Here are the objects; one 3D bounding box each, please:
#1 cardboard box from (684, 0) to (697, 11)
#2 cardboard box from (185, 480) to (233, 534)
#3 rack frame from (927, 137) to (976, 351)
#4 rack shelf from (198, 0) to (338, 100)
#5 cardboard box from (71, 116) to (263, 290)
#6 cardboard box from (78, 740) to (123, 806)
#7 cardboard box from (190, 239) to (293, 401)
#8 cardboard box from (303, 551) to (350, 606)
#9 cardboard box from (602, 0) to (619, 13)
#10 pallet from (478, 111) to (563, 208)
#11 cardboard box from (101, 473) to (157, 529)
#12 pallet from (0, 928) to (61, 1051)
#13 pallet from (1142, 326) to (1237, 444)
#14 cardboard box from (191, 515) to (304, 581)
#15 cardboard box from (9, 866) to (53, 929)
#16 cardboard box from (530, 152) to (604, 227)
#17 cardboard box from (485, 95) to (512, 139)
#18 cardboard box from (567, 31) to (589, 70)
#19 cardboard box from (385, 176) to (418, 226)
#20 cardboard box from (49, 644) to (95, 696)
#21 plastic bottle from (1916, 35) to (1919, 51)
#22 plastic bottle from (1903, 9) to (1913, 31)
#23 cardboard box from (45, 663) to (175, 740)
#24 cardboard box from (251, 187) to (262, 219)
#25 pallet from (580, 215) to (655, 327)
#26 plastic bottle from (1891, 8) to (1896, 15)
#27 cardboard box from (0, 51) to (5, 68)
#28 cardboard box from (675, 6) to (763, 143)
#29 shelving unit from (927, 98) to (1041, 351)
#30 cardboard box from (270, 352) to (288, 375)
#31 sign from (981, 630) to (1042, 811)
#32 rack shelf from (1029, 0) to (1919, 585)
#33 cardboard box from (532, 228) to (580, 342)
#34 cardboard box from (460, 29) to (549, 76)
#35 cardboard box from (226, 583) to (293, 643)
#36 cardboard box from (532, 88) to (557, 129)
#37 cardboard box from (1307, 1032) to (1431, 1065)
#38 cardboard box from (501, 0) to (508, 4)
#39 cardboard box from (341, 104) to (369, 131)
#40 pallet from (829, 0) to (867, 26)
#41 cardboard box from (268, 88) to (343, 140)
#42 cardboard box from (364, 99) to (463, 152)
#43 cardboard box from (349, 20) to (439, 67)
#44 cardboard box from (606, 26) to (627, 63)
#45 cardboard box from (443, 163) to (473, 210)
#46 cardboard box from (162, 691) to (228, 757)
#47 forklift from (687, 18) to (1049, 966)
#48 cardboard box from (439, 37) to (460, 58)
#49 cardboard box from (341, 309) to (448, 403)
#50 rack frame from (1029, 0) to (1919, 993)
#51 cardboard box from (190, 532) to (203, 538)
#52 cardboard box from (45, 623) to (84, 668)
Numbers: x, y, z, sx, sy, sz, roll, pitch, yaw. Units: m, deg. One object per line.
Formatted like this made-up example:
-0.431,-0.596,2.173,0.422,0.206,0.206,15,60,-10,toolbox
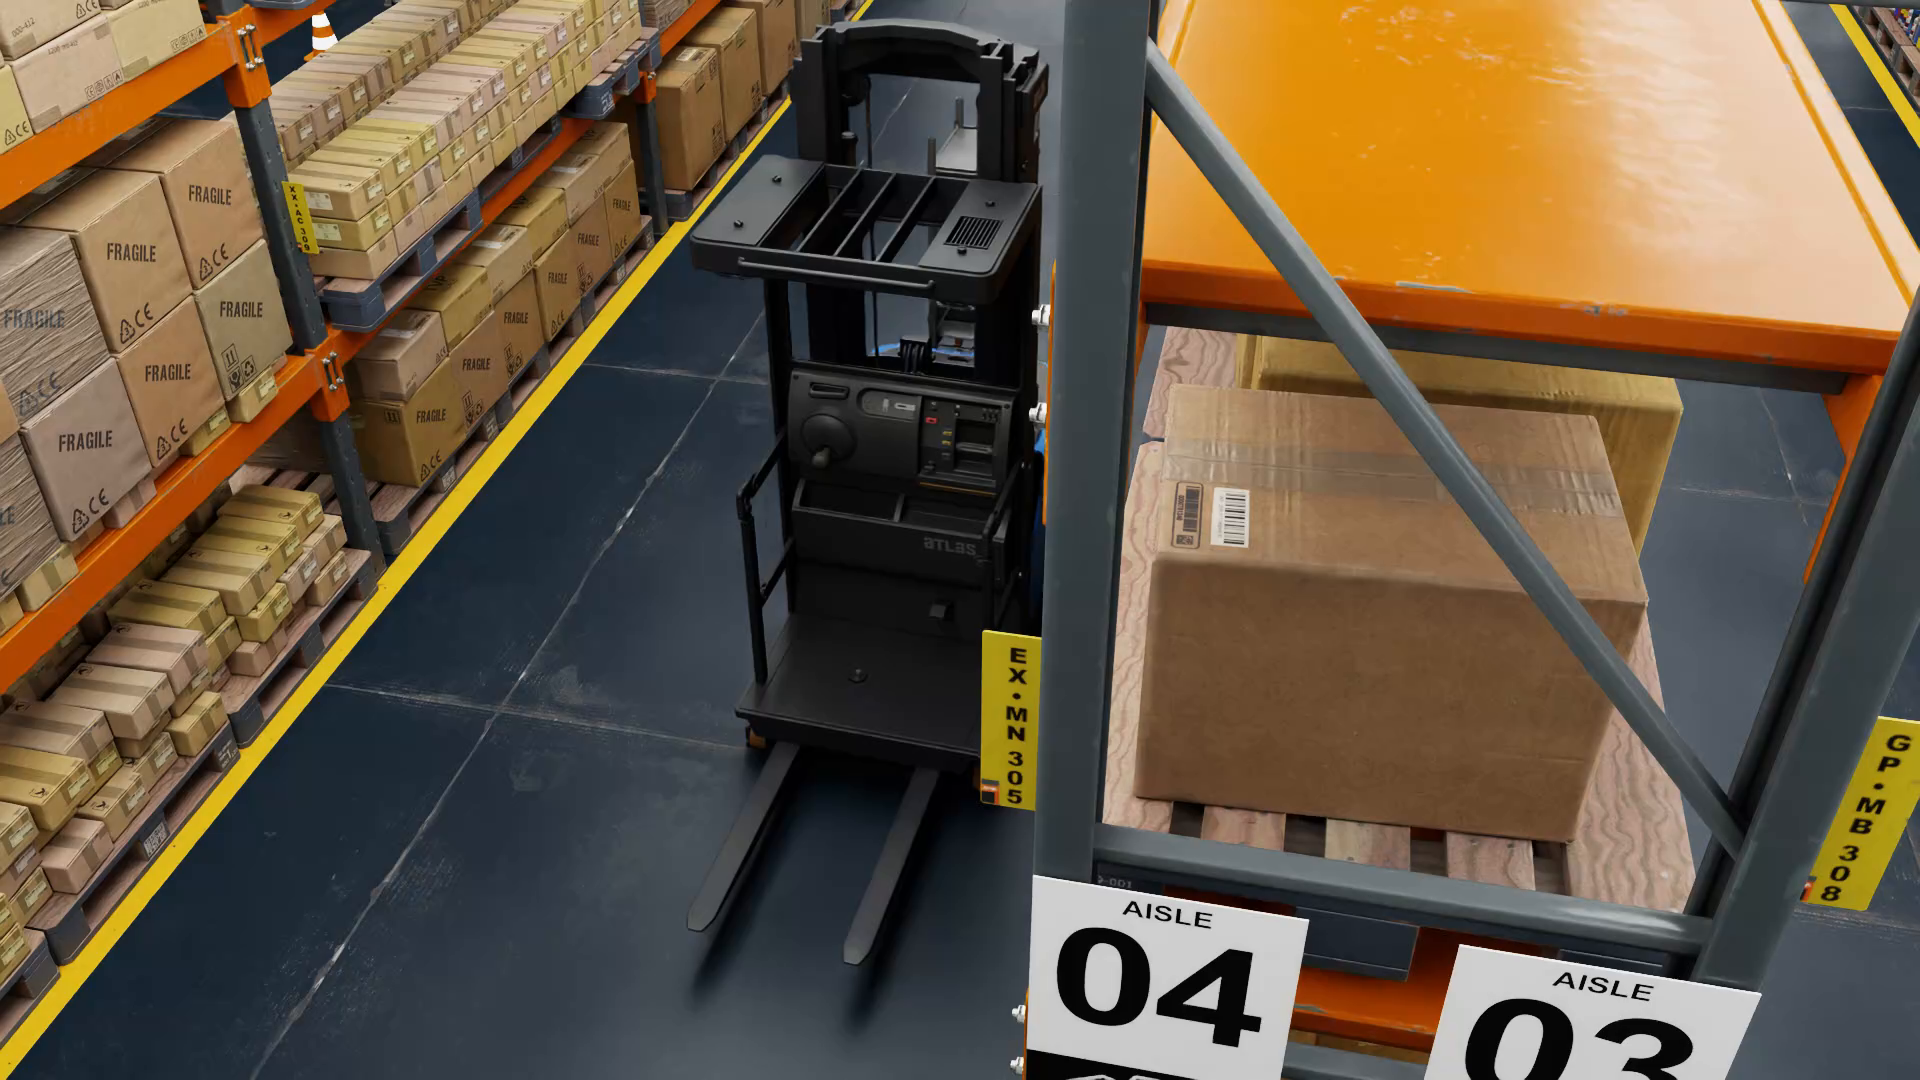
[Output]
-2.043,-3.943,11.320,0.500,0.500,0.500,7,37,10,cardboard box
-3.639,-0.179,7.776,0.380,0.149,0.250,9,37,12,cardboard box
0.049,-0.917,7.996,0.400,2.100,0.015,9,37,12,rack frame
-2.936,-3.164,8.387,1.077,0.370,4.000,7,37,10,rack shelf
-3.199,-1.357,6.645,0.500,0.500,0.500,6,36,8,cardboard box
-3.565,0.882,6.566,0.380,0.149,0.250,9,37,12,cardboard box
-3.190,-0.942,6.926,0.500,0.500,0.500,7,37,10,cardboard box
-3.114,0.158,7.818,0.380,0.149,0.250,8,37,11,cardboard box
-2.221,-3.214,9.748,0.380,0.149,0.250,7,36,9,cardboard box
-2.891,-2.170,9.121,1.003,0.211,1.213,7,37,10,pallet
-3.367,-0.188,6.438,0.380,0.149,0.250,6,36,8,cardboard box
-3.993,1.823,5.825,1.003,0.211,1.213,7,37,10,pallet
1.013,-0.428,4.074,1.003,0.211,1.213,7,37,10,pallet
-3.200,0.037,7.477,0.380,0.149,0.250,8,37,11,cardboard box
-3.647,1.329,6.202,0.380,0.149,0.250,7,37,10,cardboard box
-2.495,-2.133,10.040,0.500,0.250,0.500,8,37,11,cardboard box
-2.554,-2.204,8.608,0.380,0.149,0.250,7,36,9,cardboard box
-2.332,-2.788,9.414,0.380,0.149,0.250,7,37,10,cardboard box
-2.776,-1.600,7.774,0.380,0.149,0.250,7,36,9,cardboard box
-3.878,0.547,7.027,0.380,0.149,0.250,9,37,12,cardboard box
7.975,-4.186,13.622,0.144,0.351,0.185,7,37,10,plastic bottle
8.056,-4.407,14.055,0.097,0.201,0.097,0,36,0,plastic bottle
-3.391,0.643,6.642,0.380,0.149,0.250,6,36,8,cardboard box
-3.471,-1.536,7.686,0.380,0.149,0.250,8,37,11,cardboard box
-2.677,-1.810,10.838,1.003,0.211,1.213,7,37,10,pallet
8.149,-4.659,14.401,0.097,0.201,0.097,0,36,0,plastic bottle
-3.442,-1.558,5.259,0.500,0.250,0.500,9,37,12,cardboard box
-2.107,-3.486,12.333,1.050,0.750,0.750,8,37,11,cardboard box
0.112,-1.055,8.187,0.431,2.100,0.503,9,37,12,shelving unit
-3.195,-0.799,7.281,0.380,0.149,0.250,7,37,9,cardboard box
0.080,0.262,2.360,0.100,0.325,0.005,7,37,10,sign
1.034,-1.244,3.522,1.077,0.370,4.000,7,37,10,rack shelf
-2.605,-1.533,9.851,0.500,0.500,0.500,6,36,8,cardboard box
-2.444,-2.617,8.924,0.380,0.149,0.250,9,37,12,cardboard box
-3.205,0.303,7.364,0.380,0.149,0.250,6,36,8,cardboard box
-2.444,-2.381,9.105,0.380,0.149,0.250,8,37,11,cardboard box
1.080,0.987,3.837,0.500,0.500,0.500,6,36,9,cardboard box
-2.851,-3.301,9.869,0.380,0.149,0.250,6,36,9,cardboard box
-3.249,-2.135,8.513,0.380,0.149,0.250,6,36,8,cardboard box
-1.415,-4.978,15.208,1.003,0.211,1.213,7,37,10,pallet
-3.298,-2.110,8.225,0.380,0.149,0.250,7,37,10,cardboard box
-2.663,-2.022,8.103,0.380,0.149,0.250,7,36,9,cardboard box
-3.075,-2.702,9.042,0.380,0.149,0.250,8,37,11,cardboard box
-2.219,-2.973,9.922,0.380,0.149,0.250,7,37,10,cardboard box
-2.664,-1.777,8.272,0.380,0.149,0.250,8,37,10,cardboard box
-3.335,0.751,6.999,0.380,0.149,0.250,7,37,10,cardboard box
-0.300,-0.375,6.541,1.130,2.935,3.031,9,37,12,forklift
-3.025,-2.728,9.330,0.380,0.149,0.250,7,37,10,cardboard box
-2.947,-0.946,8.403,0.500,0.250,0.500,6,36,8,cardboard box
0.607,-0.550,1.611,1.000,3.000,0.127,7,37,10,rack frame
-3.753,-0.063,7.868,0.380,0.149,0.250,9,37,12,cardboard box
-3.929,0.411,6.962,0.380,0.149,0.250,8,37,11,cardboard box
